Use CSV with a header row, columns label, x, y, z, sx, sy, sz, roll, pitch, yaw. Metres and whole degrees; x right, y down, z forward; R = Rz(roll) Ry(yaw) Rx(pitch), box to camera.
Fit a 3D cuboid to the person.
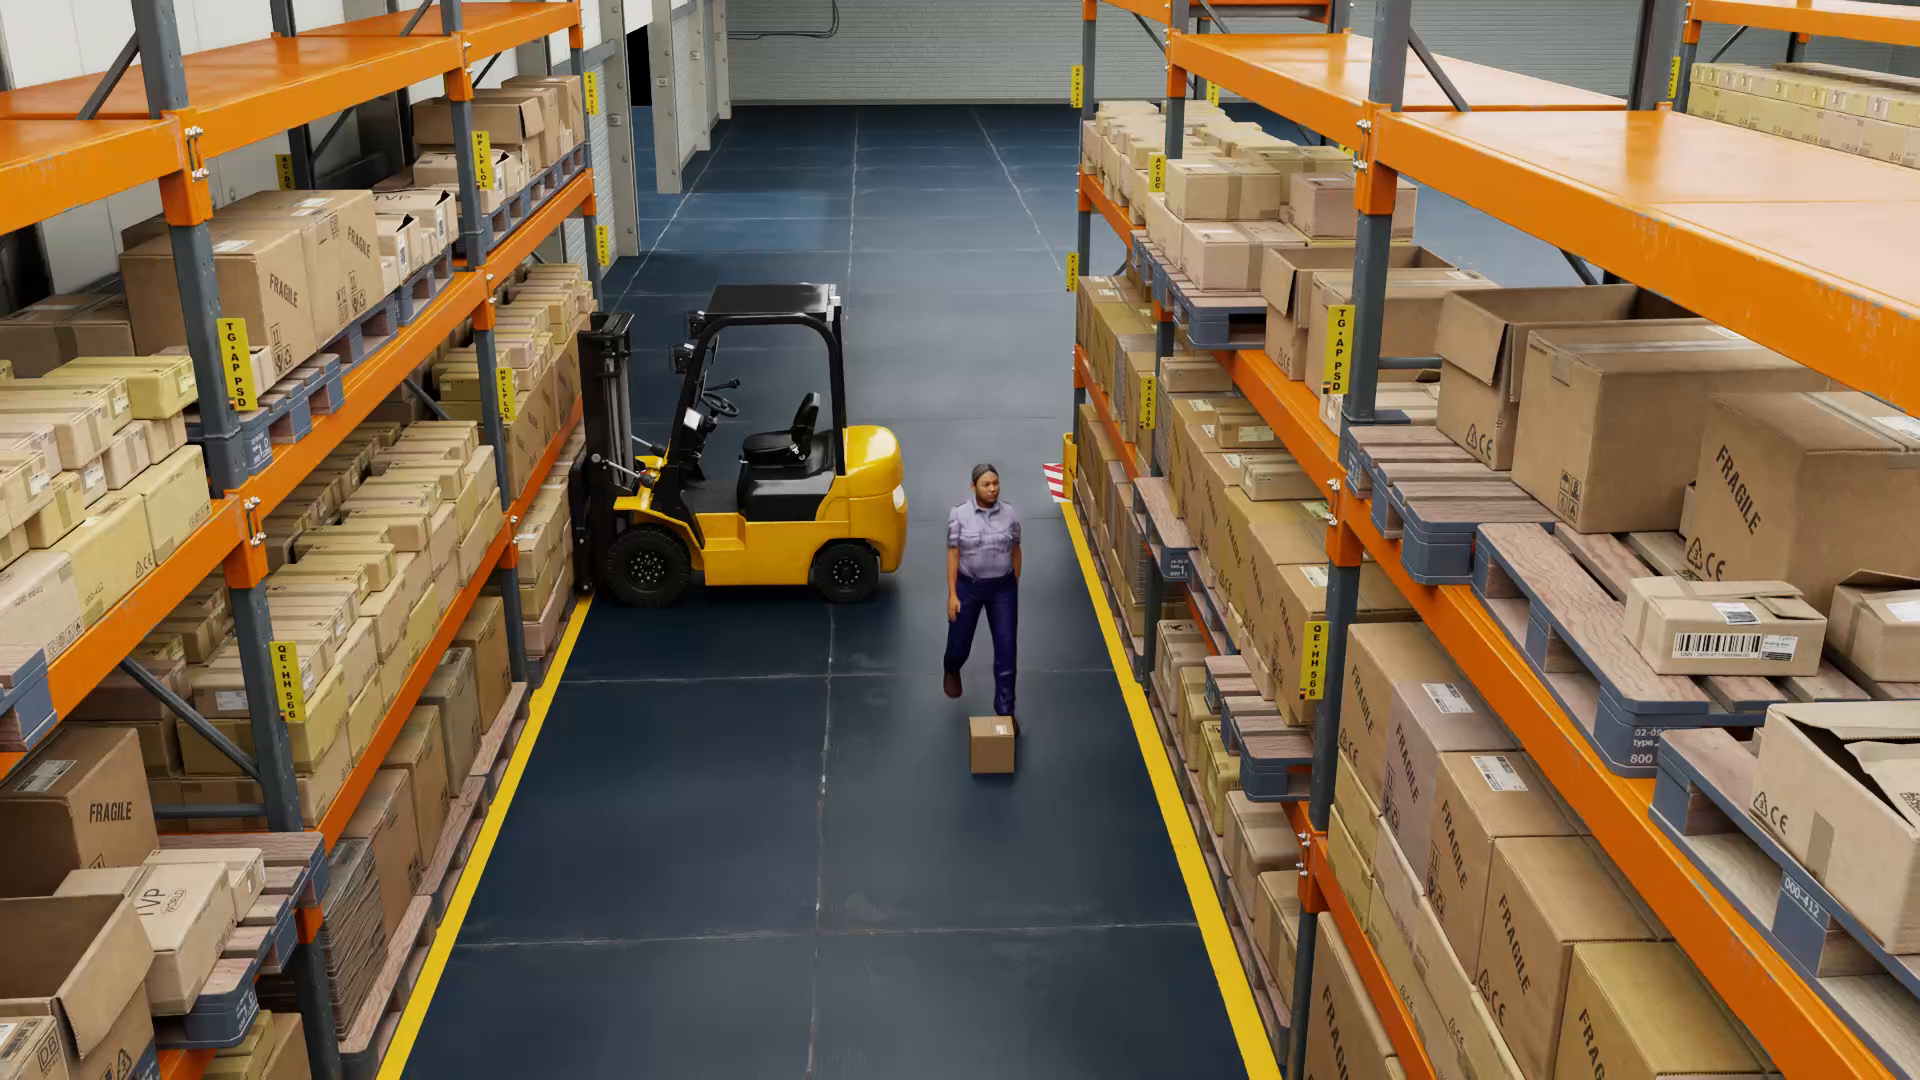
label,x,y,z,sx,sy,sz,roll,pitch,yaw
person,0.152,0.329,10.181,0.491,1.622,0.752,-3,21,-8
